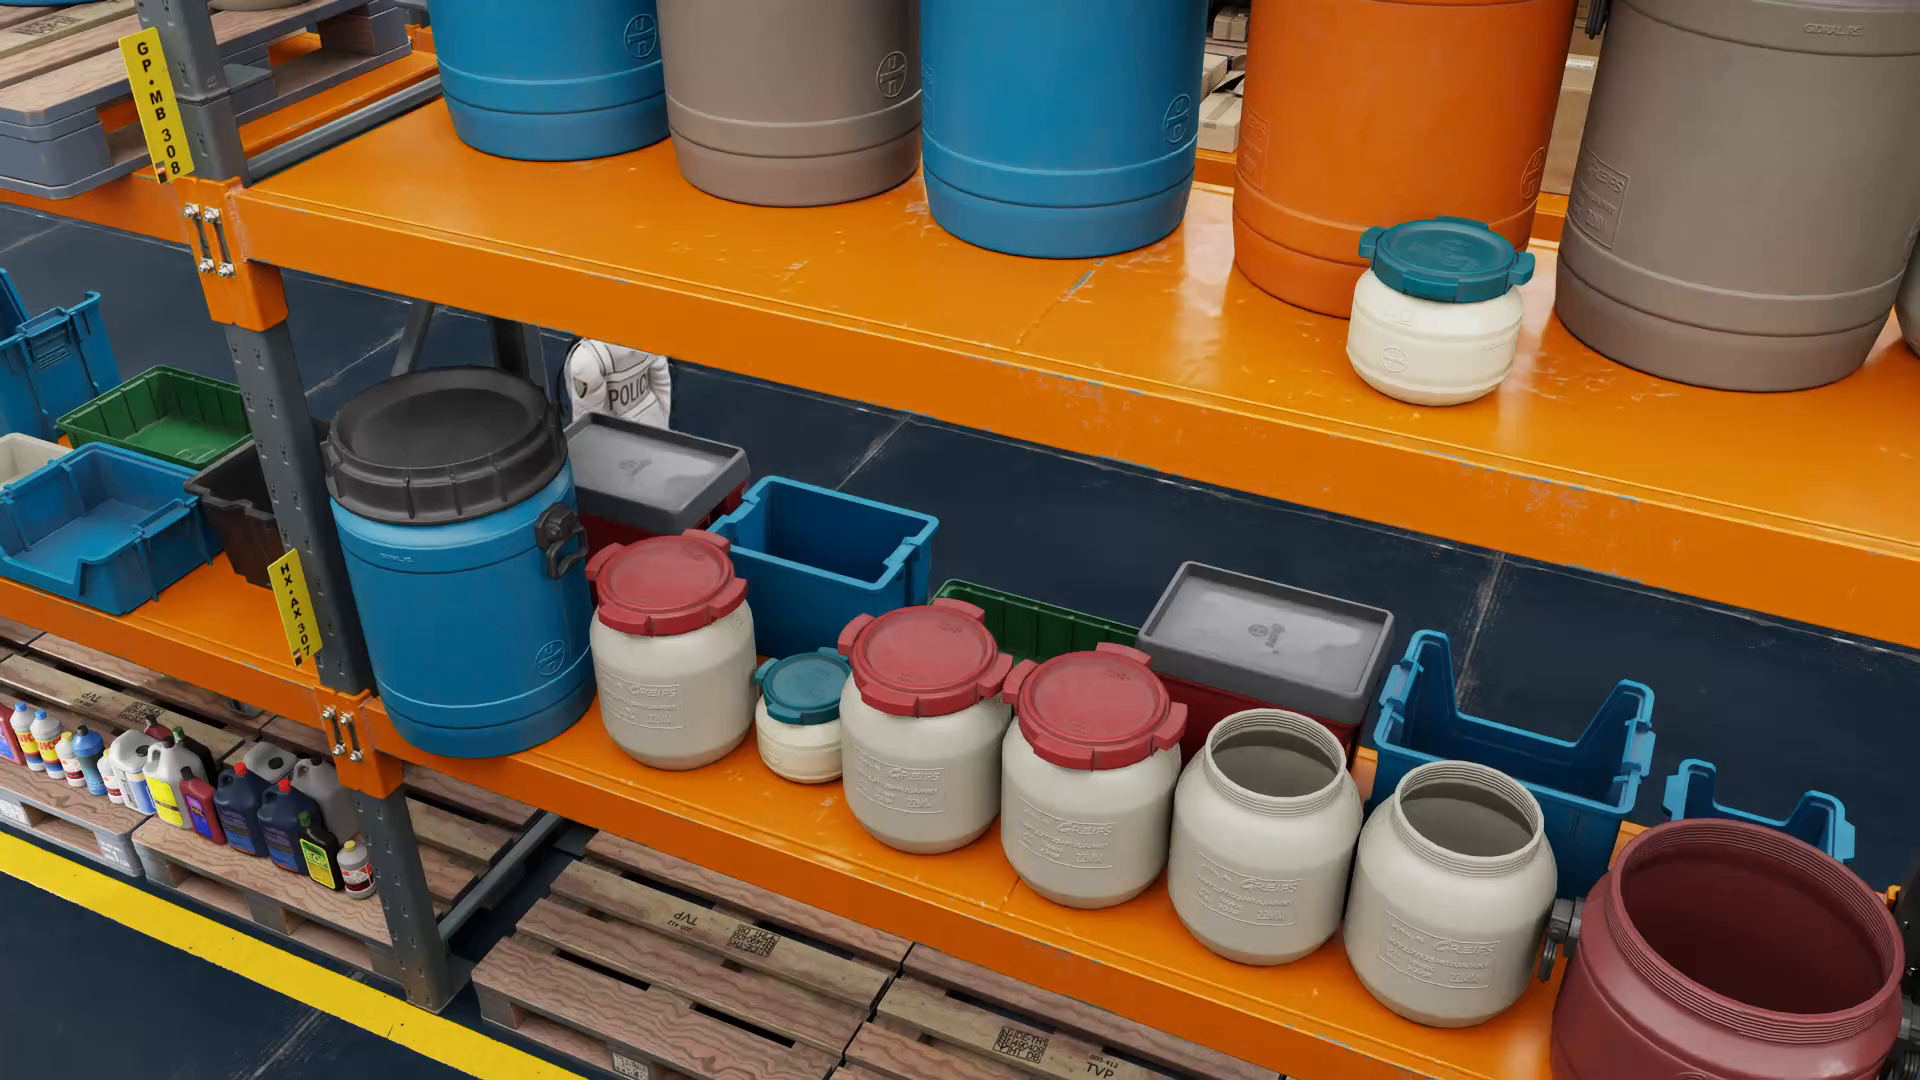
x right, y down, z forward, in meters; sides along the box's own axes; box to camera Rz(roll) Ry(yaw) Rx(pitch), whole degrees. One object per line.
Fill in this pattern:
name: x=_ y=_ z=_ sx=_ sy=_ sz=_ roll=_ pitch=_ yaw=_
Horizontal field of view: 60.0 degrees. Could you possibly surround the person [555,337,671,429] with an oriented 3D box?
person: x=-1.320 y=-0.367 z=6.631 sx=0.648 sy=1.672 sz=0.488 roll=18 pitch=38 yaw=24
